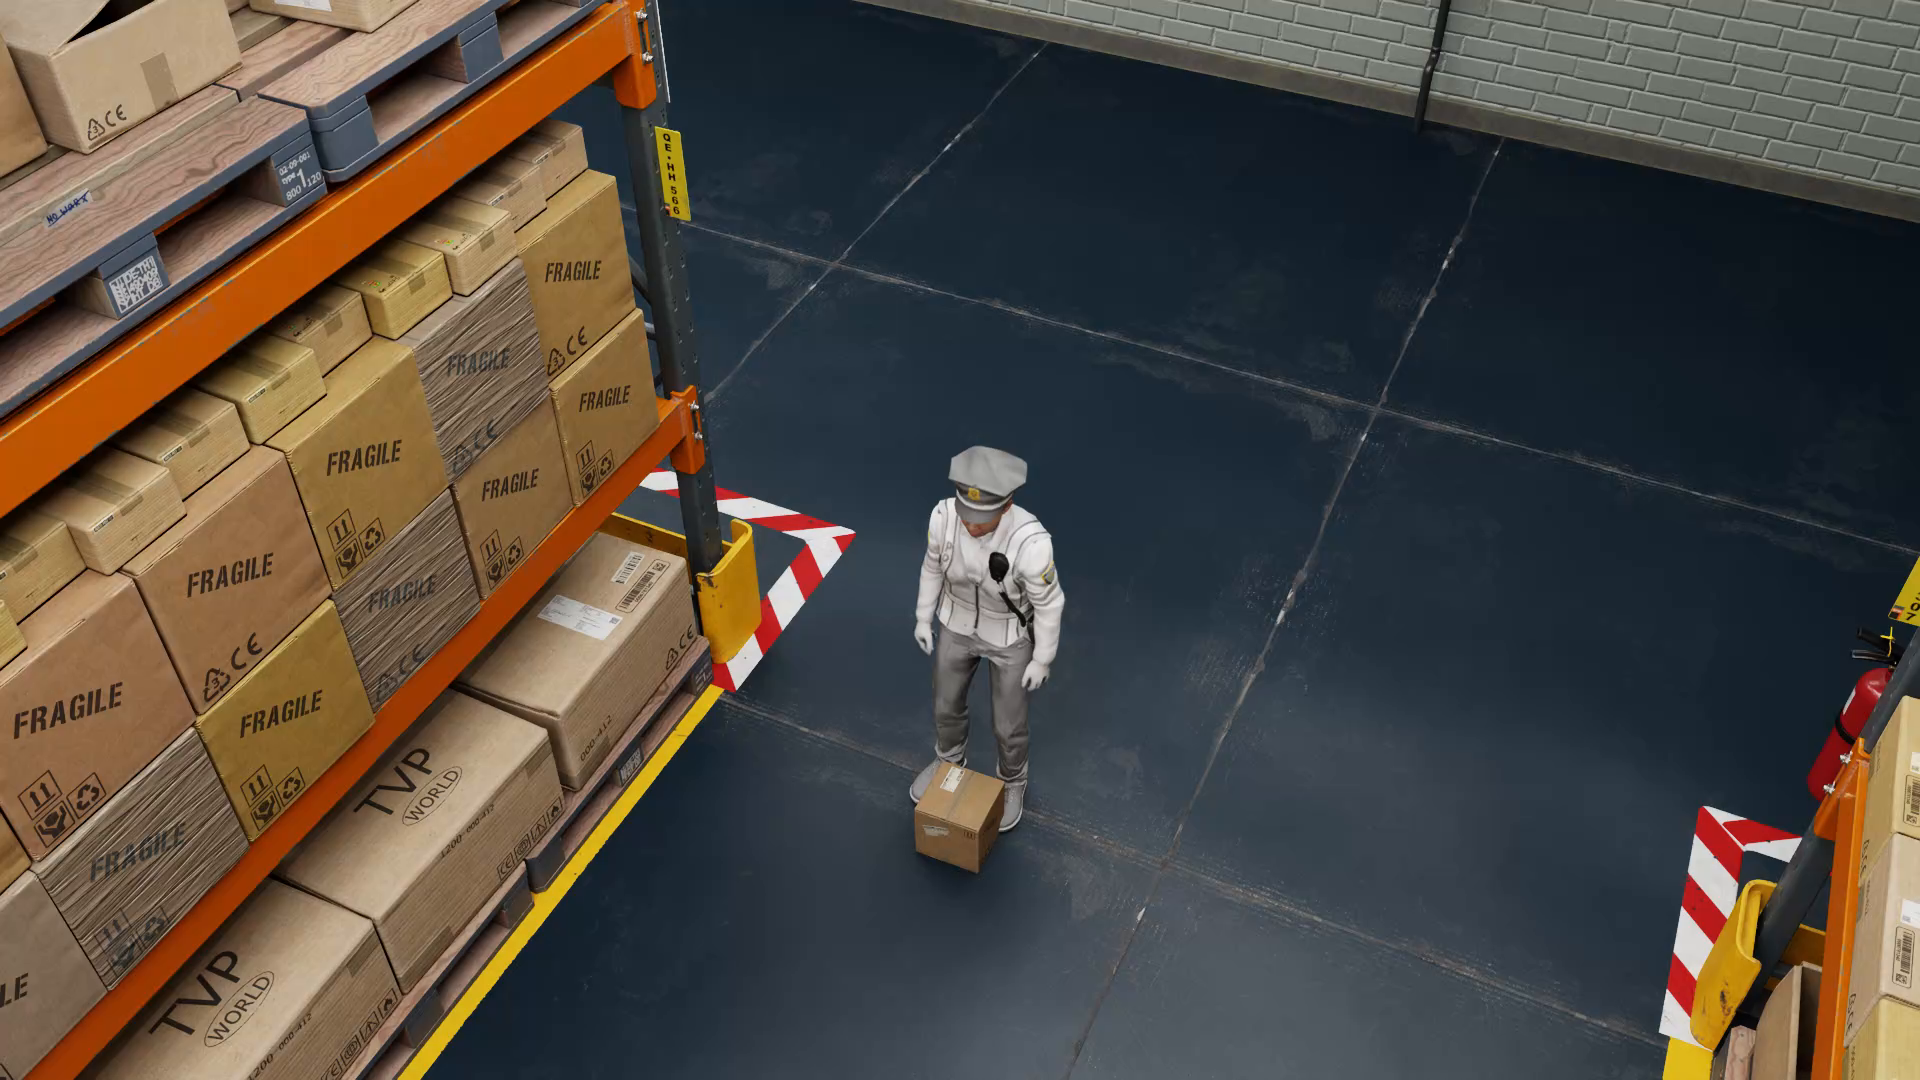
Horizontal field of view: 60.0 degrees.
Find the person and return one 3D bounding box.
[{"bbox_3d":[0.090,0.340,5.783,0.529,1.663,0.374,18,45,18],"label":"person"}]
